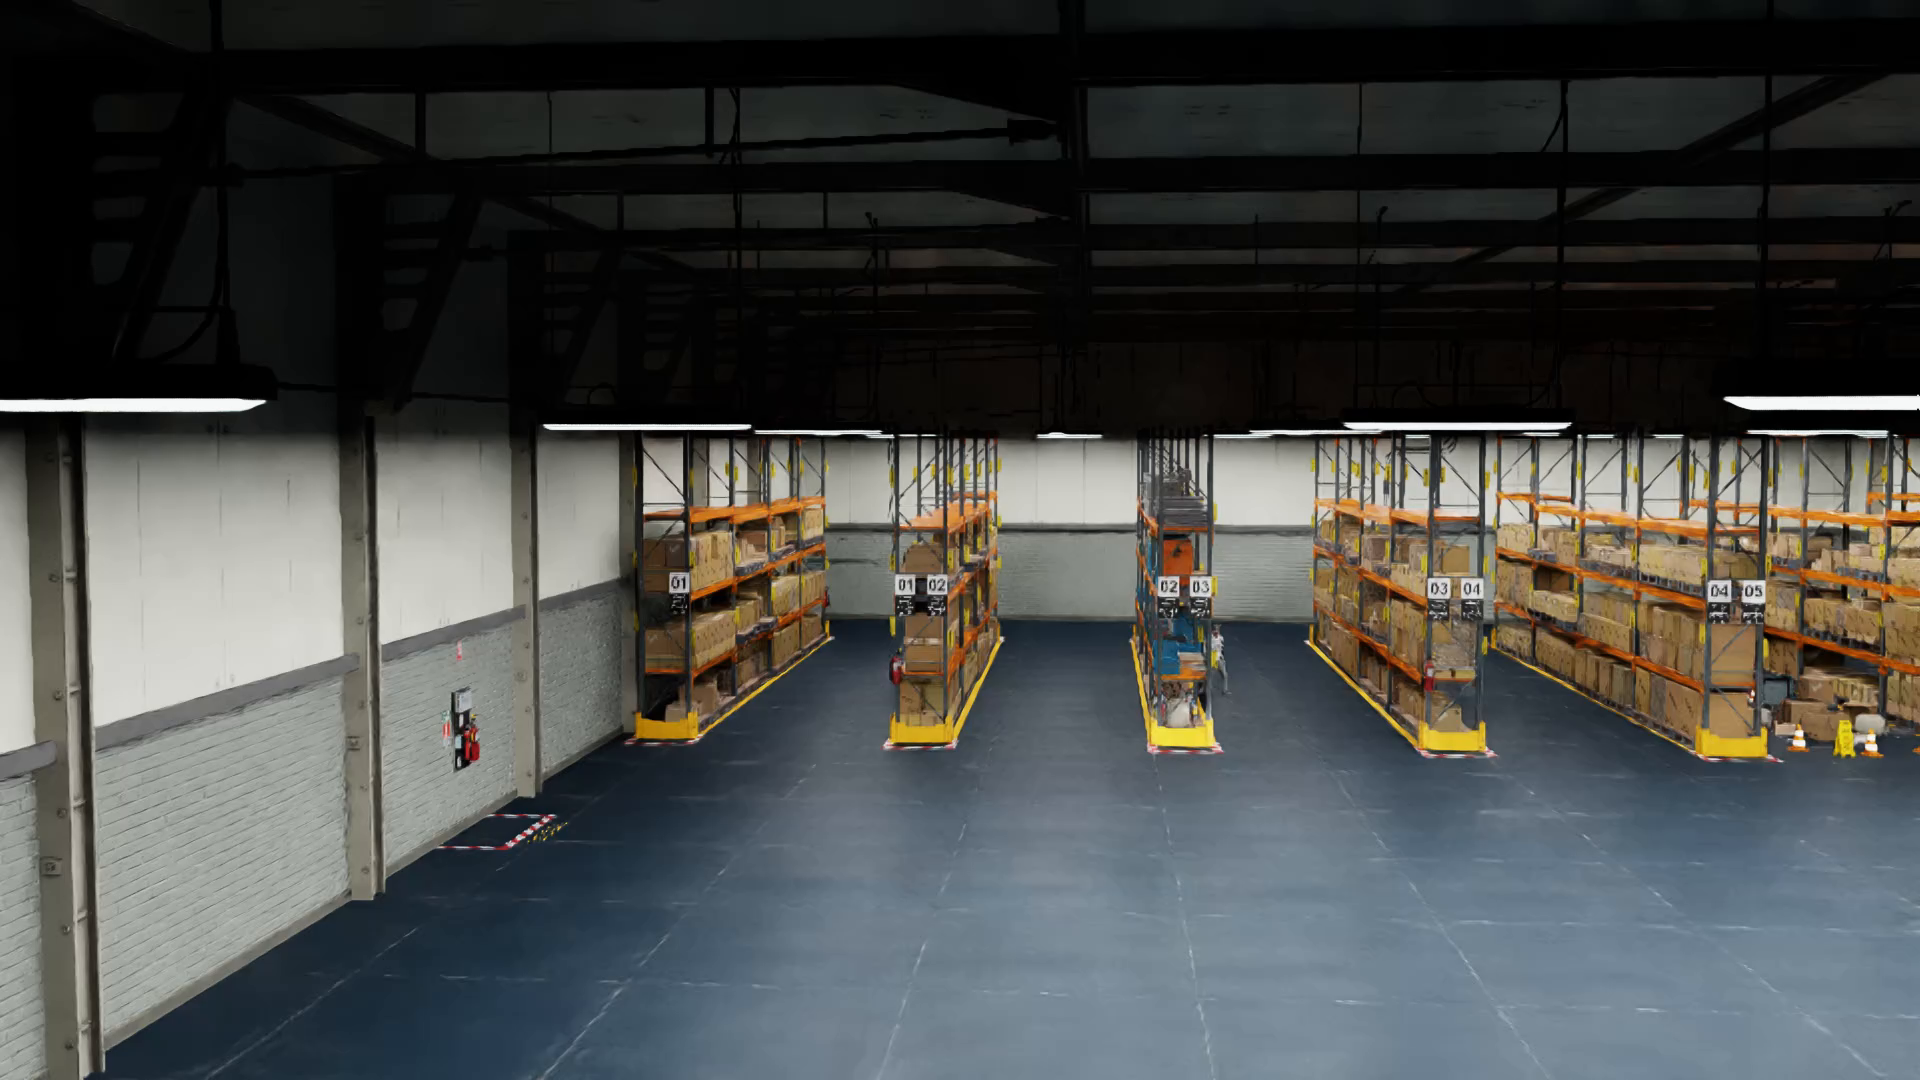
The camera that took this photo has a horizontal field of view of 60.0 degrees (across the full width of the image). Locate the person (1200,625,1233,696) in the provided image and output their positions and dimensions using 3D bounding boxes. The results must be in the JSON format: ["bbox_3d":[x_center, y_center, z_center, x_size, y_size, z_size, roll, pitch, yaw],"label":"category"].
[{"bbox_3d":[5.698,2.664,37.211,0.624,1.599,0.798,-1,4,-13],"label":"person"}]

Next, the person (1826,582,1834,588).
[{"bbox_3d":[24.578,2.041,46.822,0.415,1.713,0.665,-1,4,-22],"label":"person"}]

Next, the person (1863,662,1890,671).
[{"bbox_3d":[22.724,2.362,41.169,0.601,1.741,0.655,2,4,31],"label":"person"}]

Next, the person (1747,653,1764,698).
[{"bbox_3d":[17.392,2.684,36.407,0.591,1.663,0.537,3,4,38],"label":"person"}]
